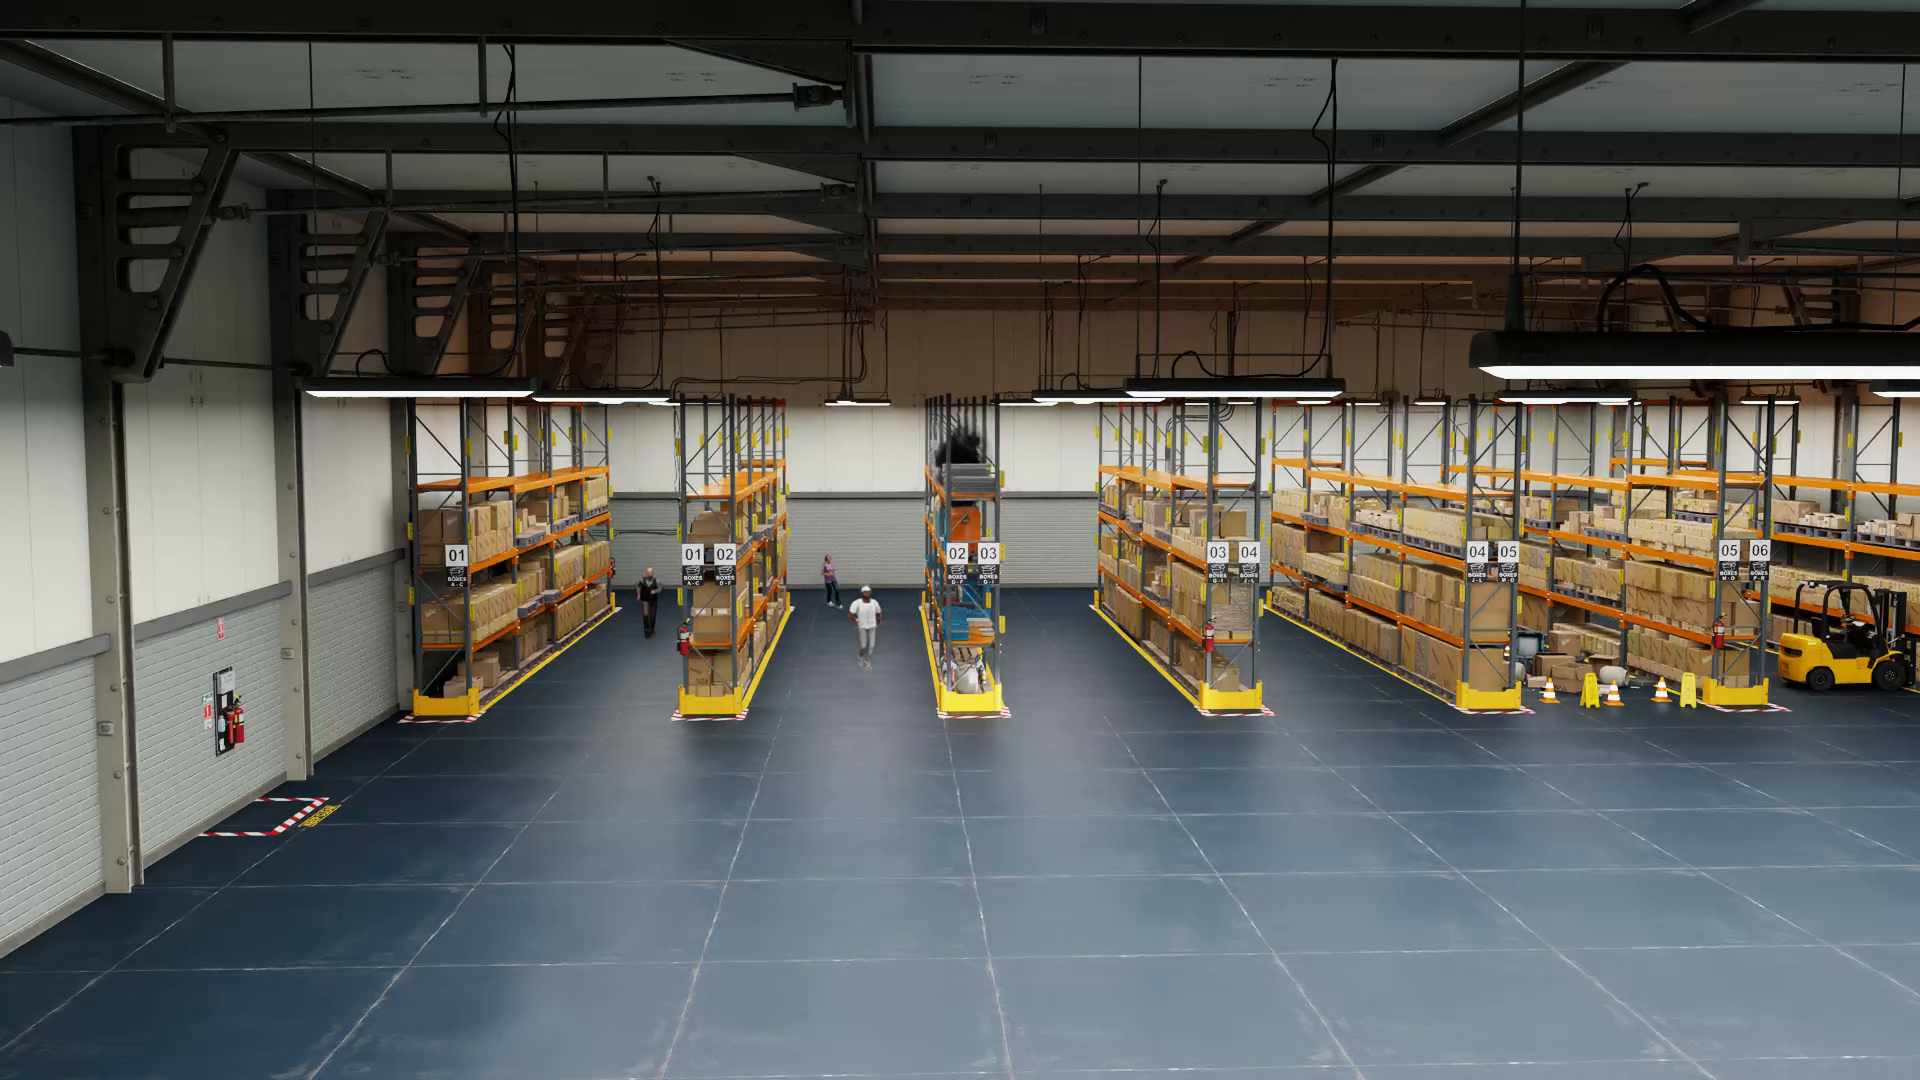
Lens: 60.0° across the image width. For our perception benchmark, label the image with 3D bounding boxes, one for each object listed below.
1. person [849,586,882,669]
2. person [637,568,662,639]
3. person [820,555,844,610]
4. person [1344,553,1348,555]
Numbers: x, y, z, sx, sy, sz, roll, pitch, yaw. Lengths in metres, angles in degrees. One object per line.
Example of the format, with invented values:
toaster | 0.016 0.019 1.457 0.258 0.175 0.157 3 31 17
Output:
person | -1.947 1.831 34.719 0.698 1.735 0.558 -1 5 -17
person | -7.773 1.580 41.646 0.621 1.775 0.834 -1 5 -13
person | -3.742 1.205 47.475 0.619 1.580 0.776 -3 5 -31
person | 11.023 1.115 47.363 0.637 1.786 0.674 -1 5 -17
